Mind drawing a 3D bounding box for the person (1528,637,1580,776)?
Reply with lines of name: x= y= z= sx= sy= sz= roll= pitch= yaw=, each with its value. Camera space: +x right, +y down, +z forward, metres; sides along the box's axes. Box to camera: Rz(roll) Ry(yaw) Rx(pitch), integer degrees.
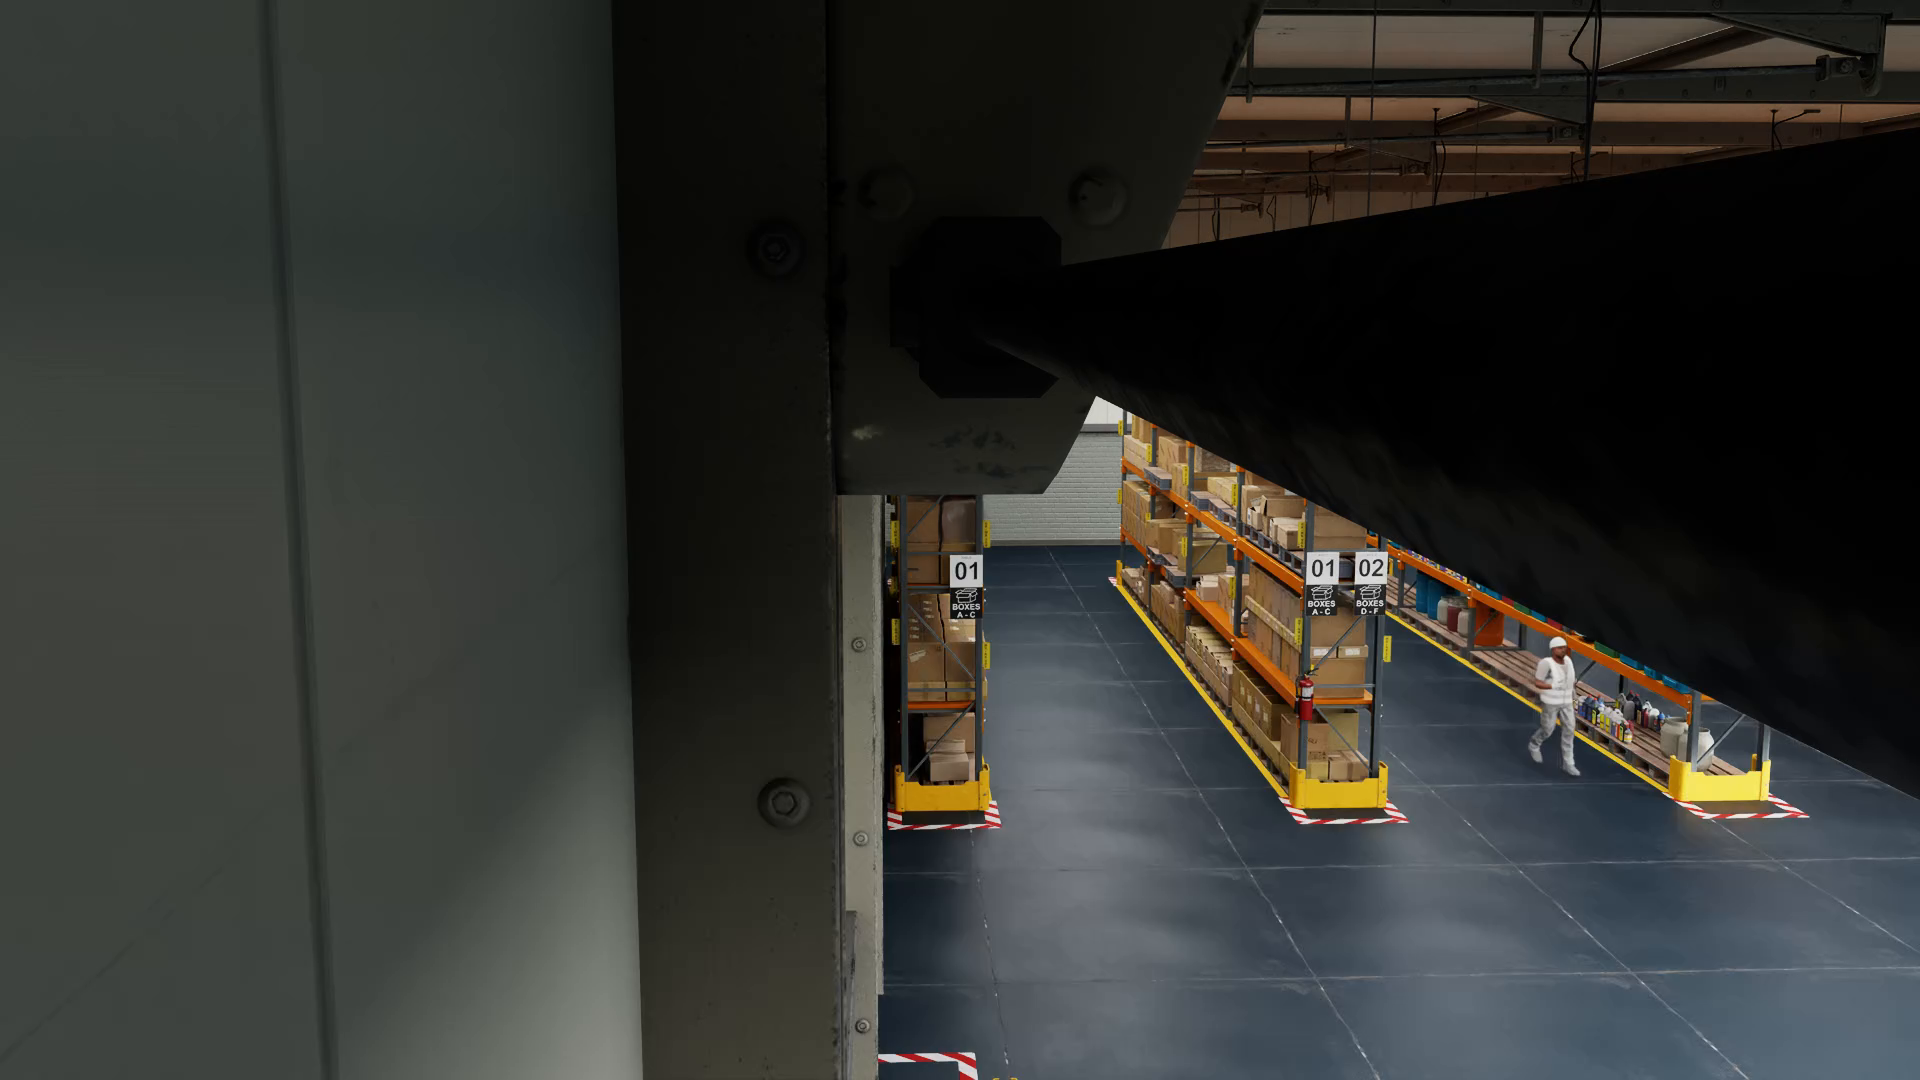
person: x=7.933 y=2.168 z=22.084 sx=0.683 sy=1.776 sz=0.912 roll=-2 pitch=9 yaw=-16
